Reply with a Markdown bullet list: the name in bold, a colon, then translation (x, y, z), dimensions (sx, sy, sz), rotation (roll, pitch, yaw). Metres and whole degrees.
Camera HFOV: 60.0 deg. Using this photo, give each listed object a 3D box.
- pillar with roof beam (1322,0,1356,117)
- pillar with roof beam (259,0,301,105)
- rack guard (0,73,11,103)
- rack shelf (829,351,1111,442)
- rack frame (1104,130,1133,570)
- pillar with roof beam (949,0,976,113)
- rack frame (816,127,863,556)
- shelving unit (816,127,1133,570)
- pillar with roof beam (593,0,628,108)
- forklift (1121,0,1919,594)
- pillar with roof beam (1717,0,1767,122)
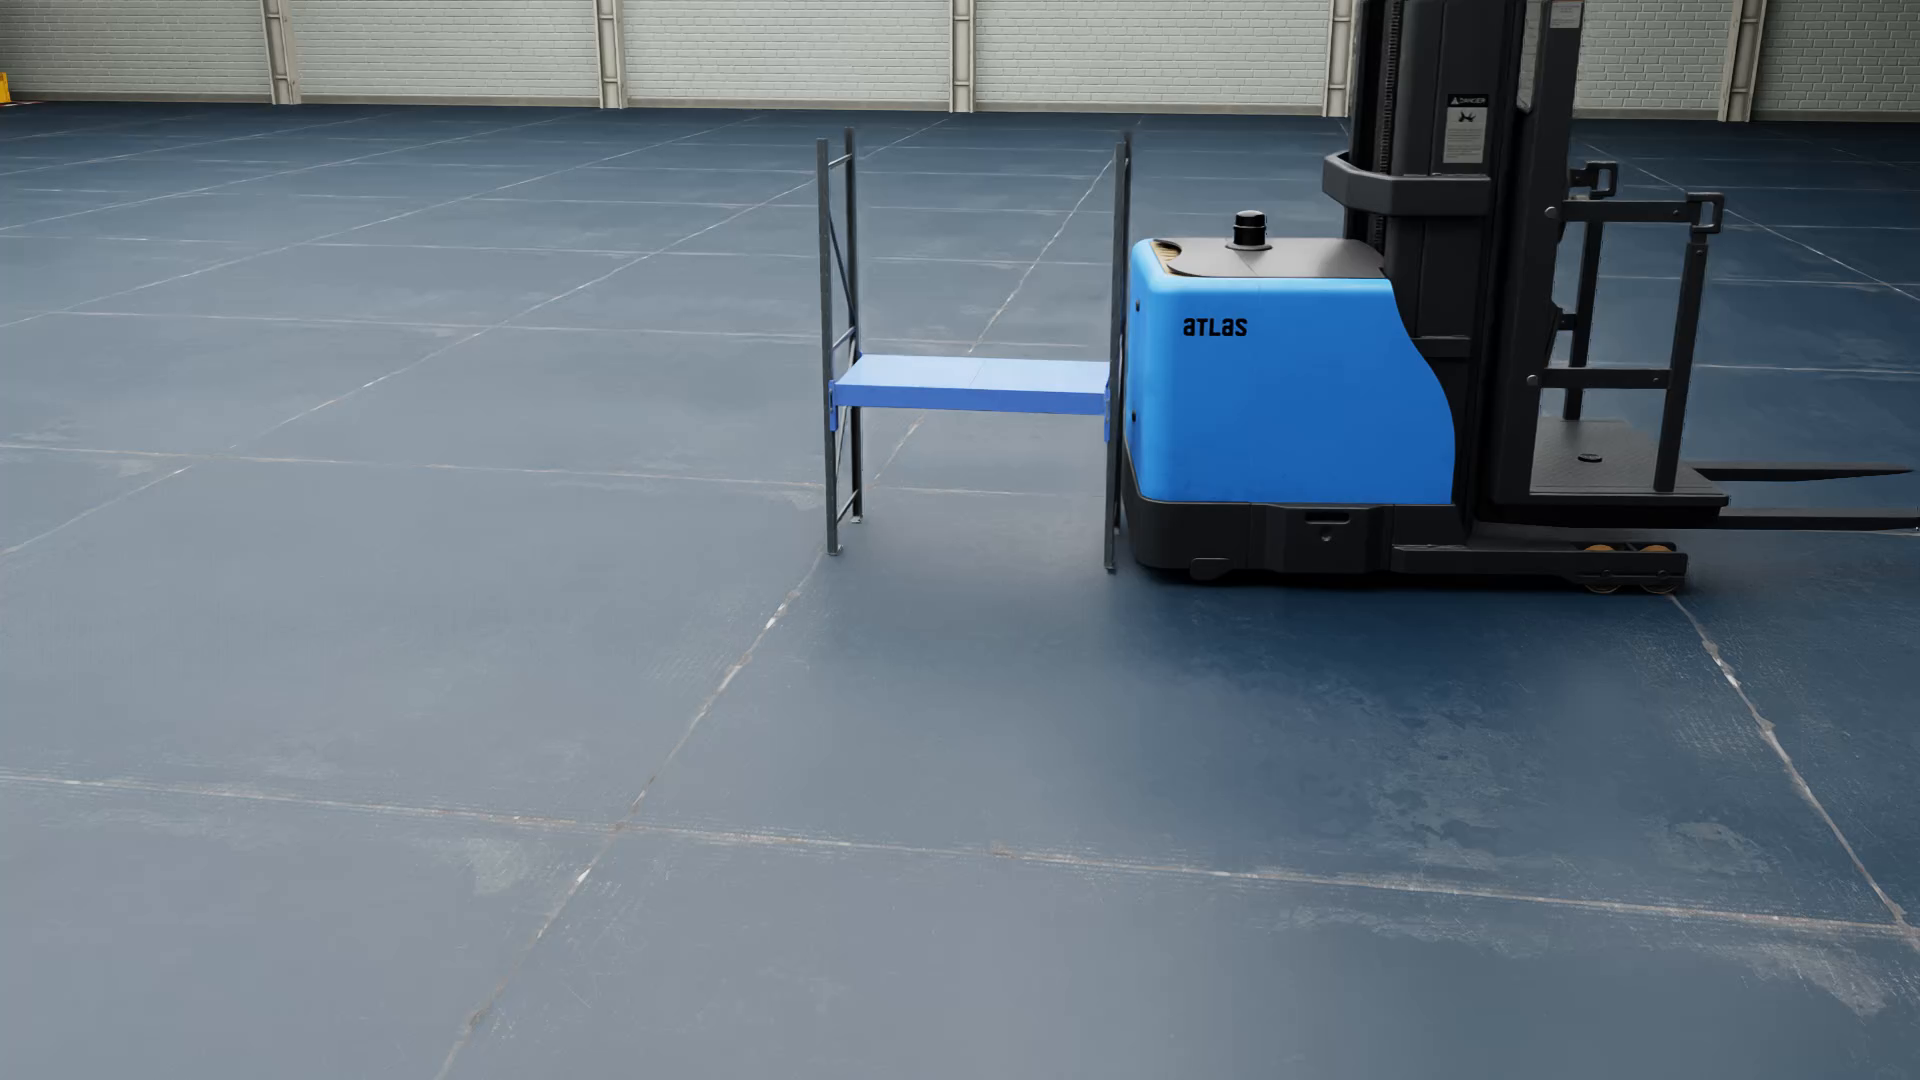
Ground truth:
- **pillar with roof beam**: translation (5.285, -9.670, 21.021), dimensions (0.400, 9.000, 9.100), rotation (3, 19, 9)
- **pillar with roof beam**: translation (-12.487, -10.576, 23.729), dimensions (0.400, 9.000, 9.100), rotation (3, 19, 9)
- **rack guard**: translation (-17.160, -7.877, 29.058), dimensions (0.348, 0.500, 1.175), rotation (3, 19, 9)
- **rack shelf**: translation (0.066, -0.536, 6.108), dimensions (1.000, 0.185, 0.538), rotation (3, 19, 8)
- **rack frame**: translation (0.569, -0.683, 5.982), dimensions (0.032, 1.500, 0.500), rotation (3, 19, 8)
- **pillar with roof beam**: translation (-0.639, -9.972, 21.924), dimensions (0.400, 9.000, 9.100), rotation (3, 19, 9)
- **rack frame**: translation (-0.437, -0.730, 6.120), dimensions (0.032, 1.500, 0.500), rotation (3, 19, 8)
- **shelving unit**: translation (0.066, -0.707, 6.051), dimensions (1.048, 1.500, 0.538), rotation (3, 19, 8)
- **pillar with roof beam**: translation (-6.563, -10.274, 22.826), dimensions (0.400, 9.000, 9.100), rotation (3, 19, 9)
- **forklift**: translation (2.147, -1.374, 5.791), dimensions (3.031, 2.935, 1.130), rotation (1, 19, 2)
- **pillar with roof beam**: translation (11.209, -9.368, 20.119), dimensions (0.400, 9.000, 9.100), rotation (3, 19, 9)
